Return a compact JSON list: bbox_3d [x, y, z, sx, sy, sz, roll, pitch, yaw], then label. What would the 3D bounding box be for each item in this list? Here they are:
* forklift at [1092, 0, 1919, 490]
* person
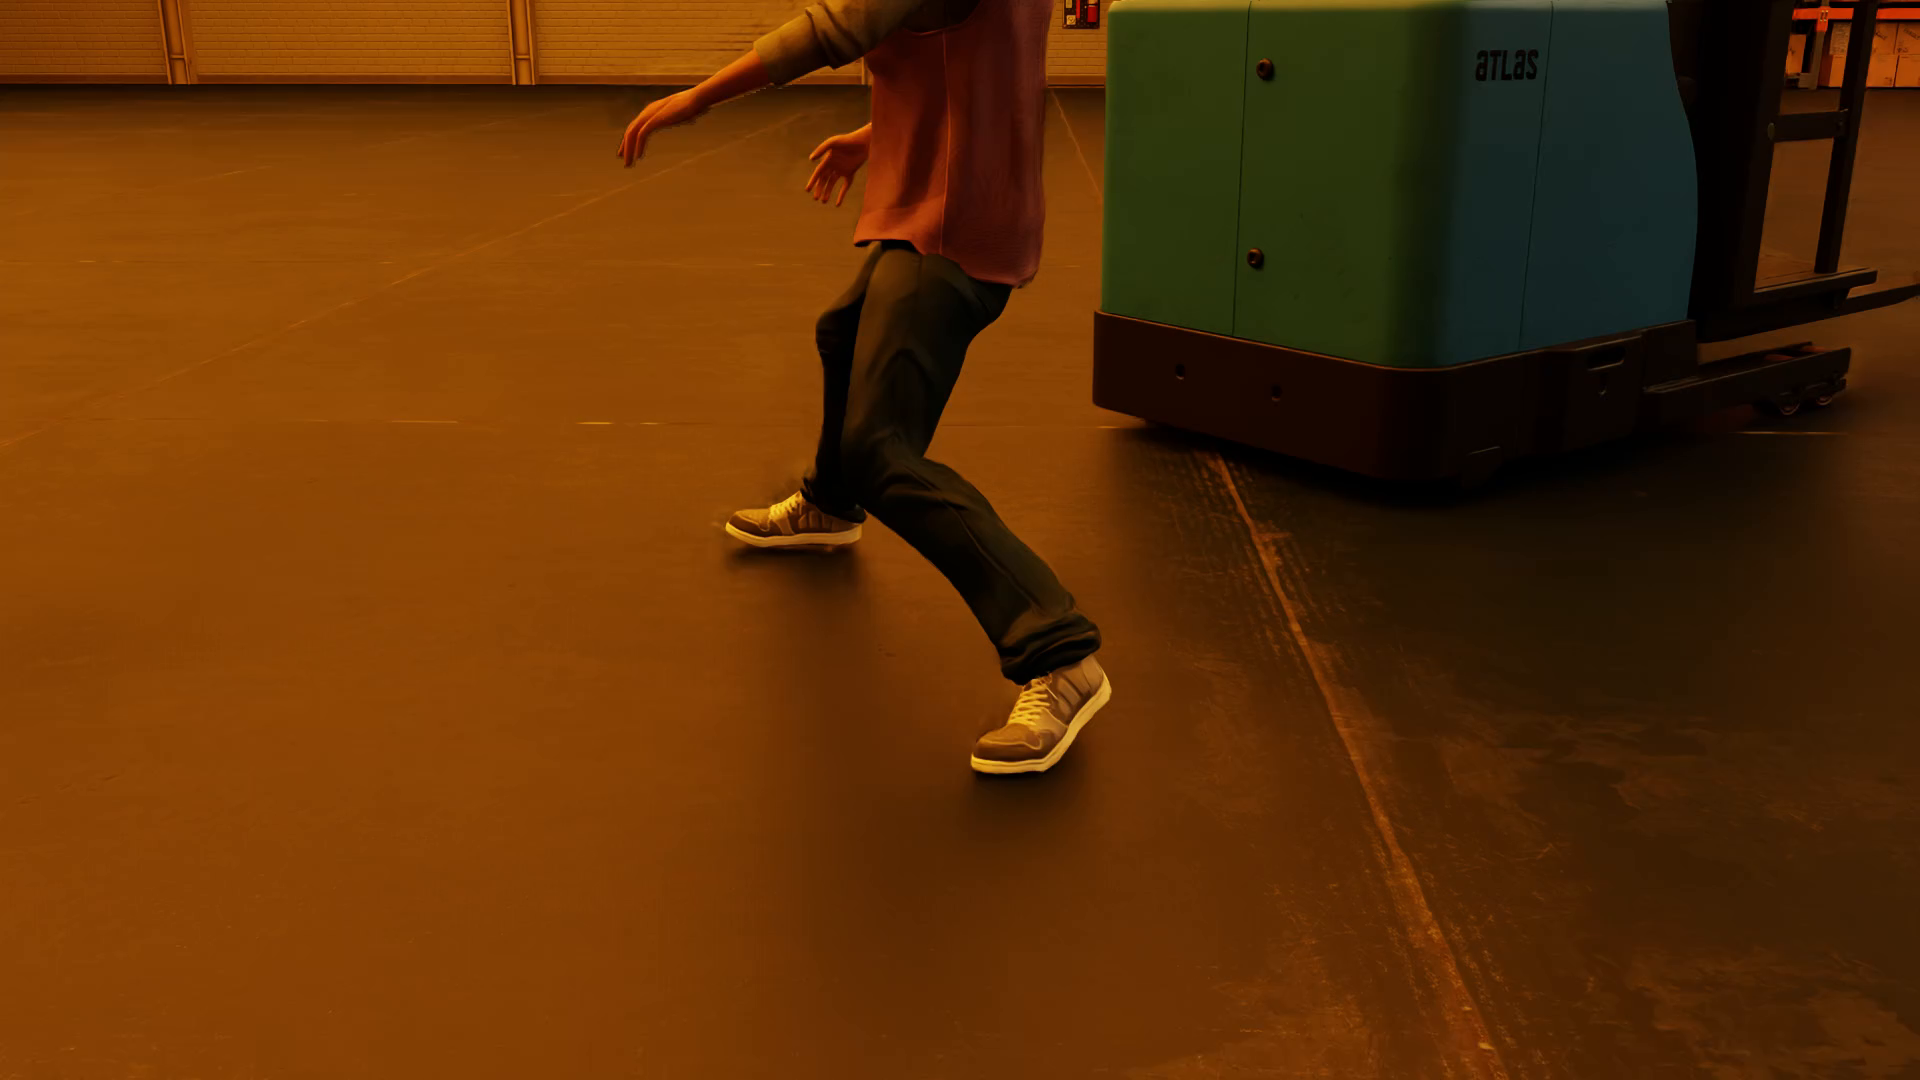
[{"bbox_3d":[1.813,-1.841,4.357,3.031,2.935,1.130,-13,21,-36],"label":"forklift"},{"bbox_3d":[-0.131,-0.497,2.638,0.892,1.412,1.010,4,18,14],"label":"person"}]
